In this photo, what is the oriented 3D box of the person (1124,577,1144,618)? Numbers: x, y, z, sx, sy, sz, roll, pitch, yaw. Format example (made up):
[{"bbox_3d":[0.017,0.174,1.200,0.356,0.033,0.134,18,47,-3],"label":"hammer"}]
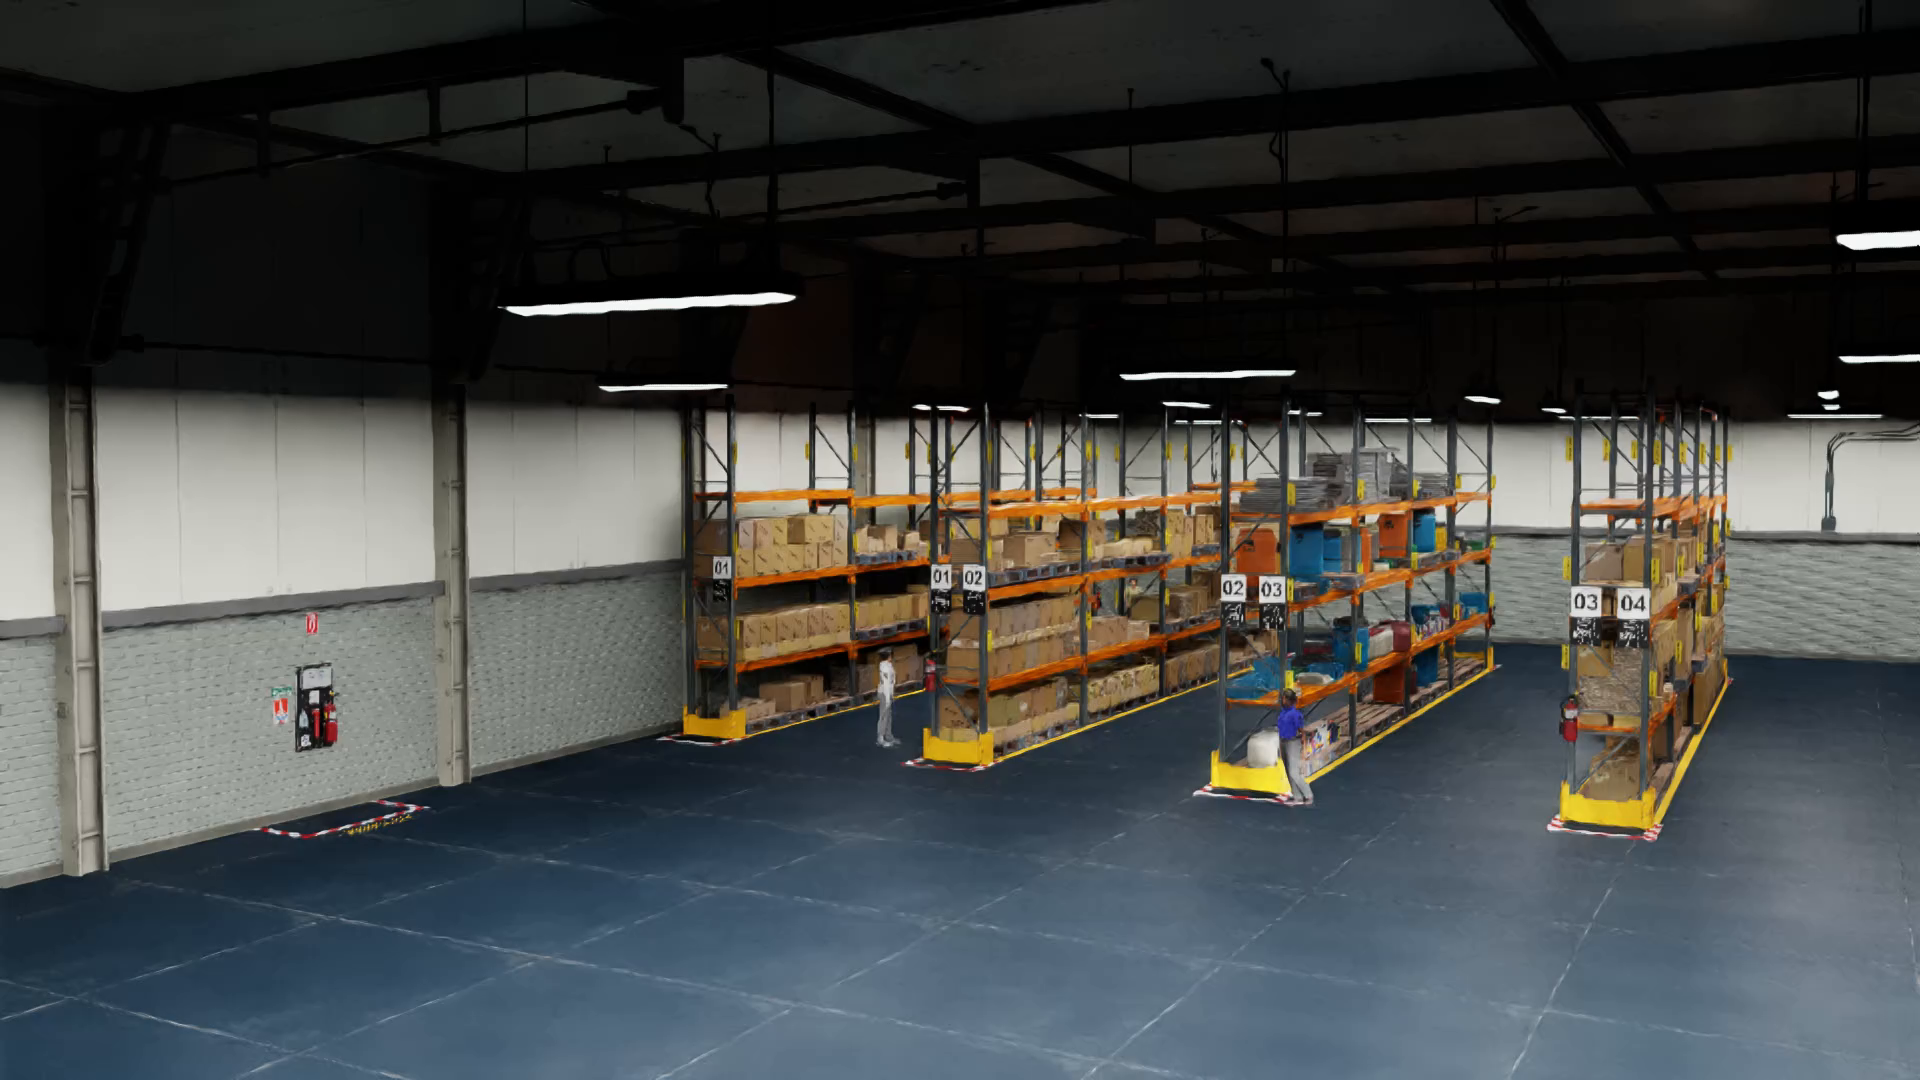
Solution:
[{"bbox_3d":[4.764,1.802,45.421,0.625,1.607,0.808,1,3,10],"label":"person"}]

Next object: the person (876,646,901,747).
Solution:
[{"bbox_3d":[-1.222,2.657,28.408,0.416,1.677,0.537,0,3,-4],"label":"person"}]

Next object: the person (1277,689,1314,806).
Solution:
[{"bbox_3d":[4.745,2.939,23.519,0.412,1.645,0.596,-1,3,-18],"label":"person"}]
